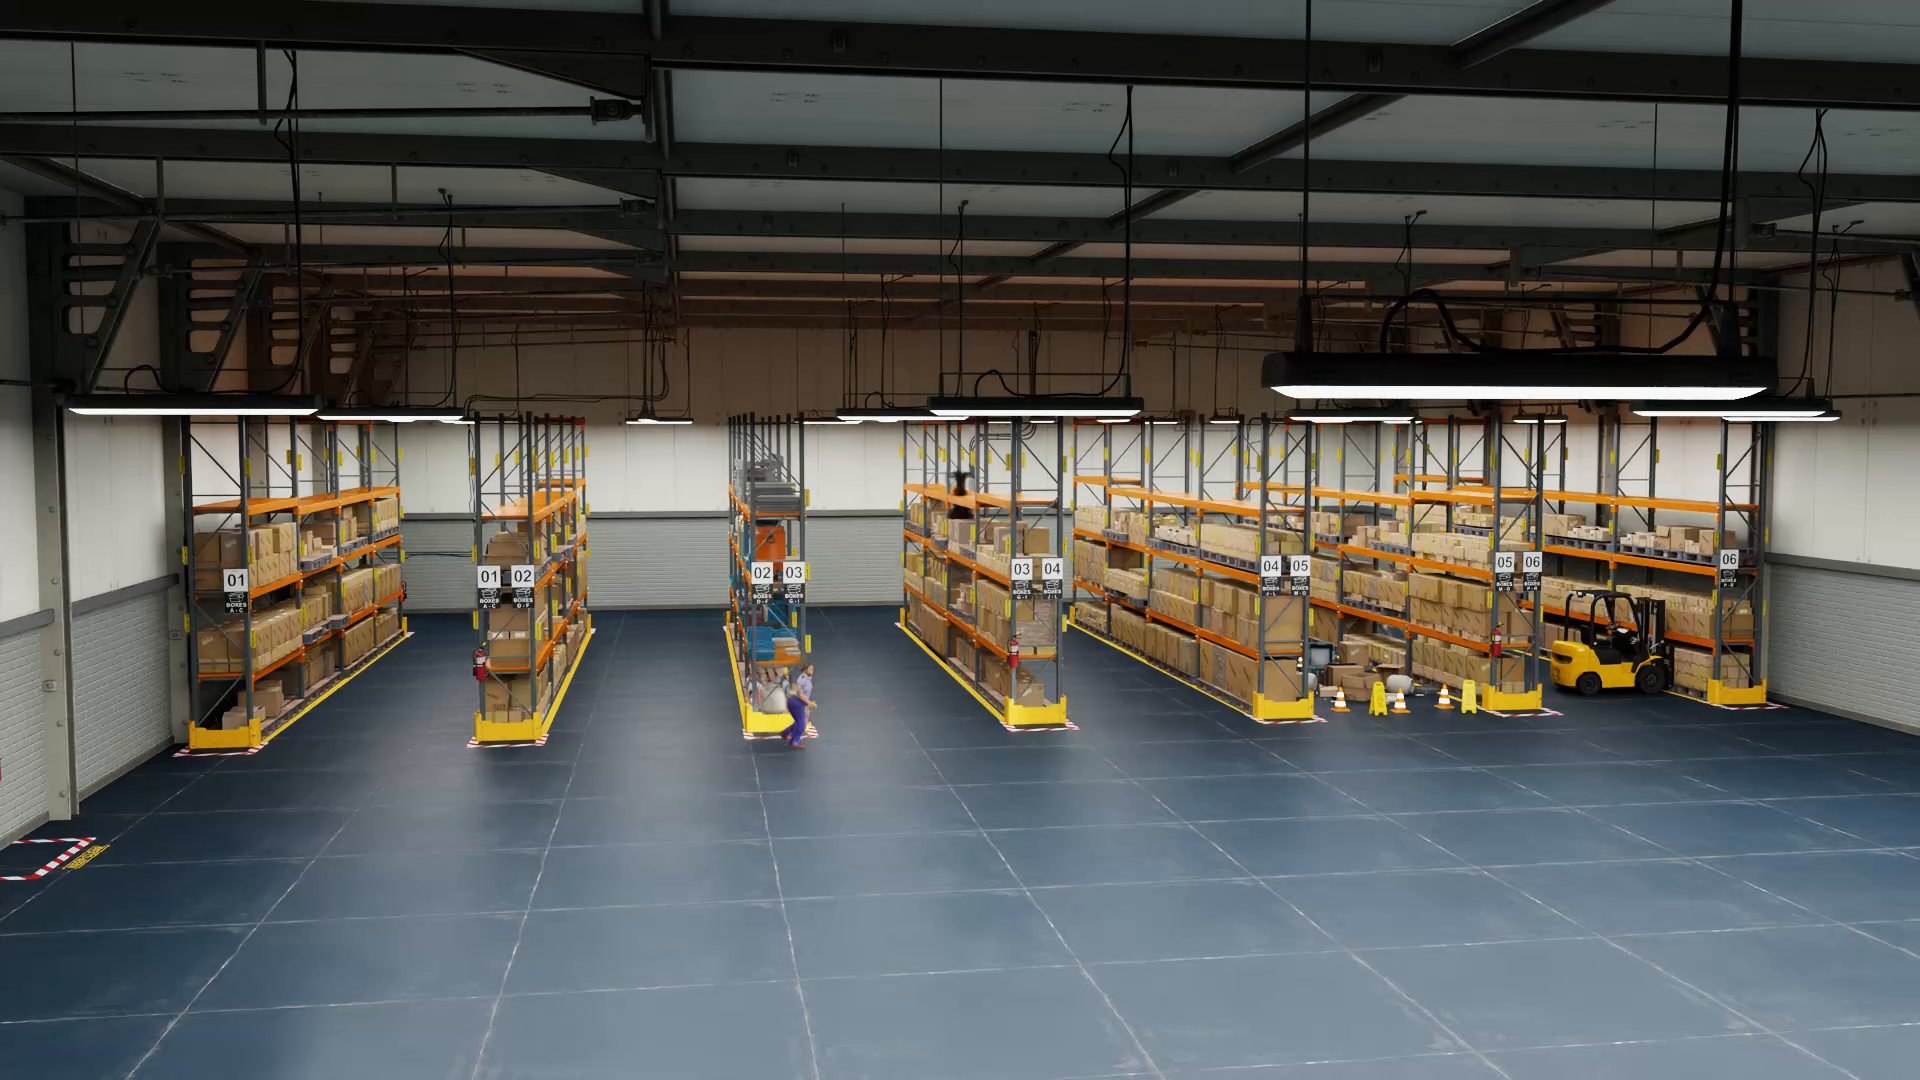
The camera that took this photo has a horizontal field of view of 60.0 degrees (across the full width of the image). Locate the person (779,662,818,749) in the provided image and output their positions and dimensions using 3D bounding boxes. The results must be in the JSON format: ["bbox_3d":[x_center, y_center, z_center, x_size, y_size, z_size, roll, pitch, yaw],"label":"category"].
[{"bbox_3d":[-2.878,2.934,29.642,0.770,1.551,0.626,1,4,9],"label":"person"}]

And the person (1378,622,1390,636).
[{"bbox_3d":[11.197,1.833,44.587,0.699,1.727,0.893,-1,4,-21],"label":"person"}]
